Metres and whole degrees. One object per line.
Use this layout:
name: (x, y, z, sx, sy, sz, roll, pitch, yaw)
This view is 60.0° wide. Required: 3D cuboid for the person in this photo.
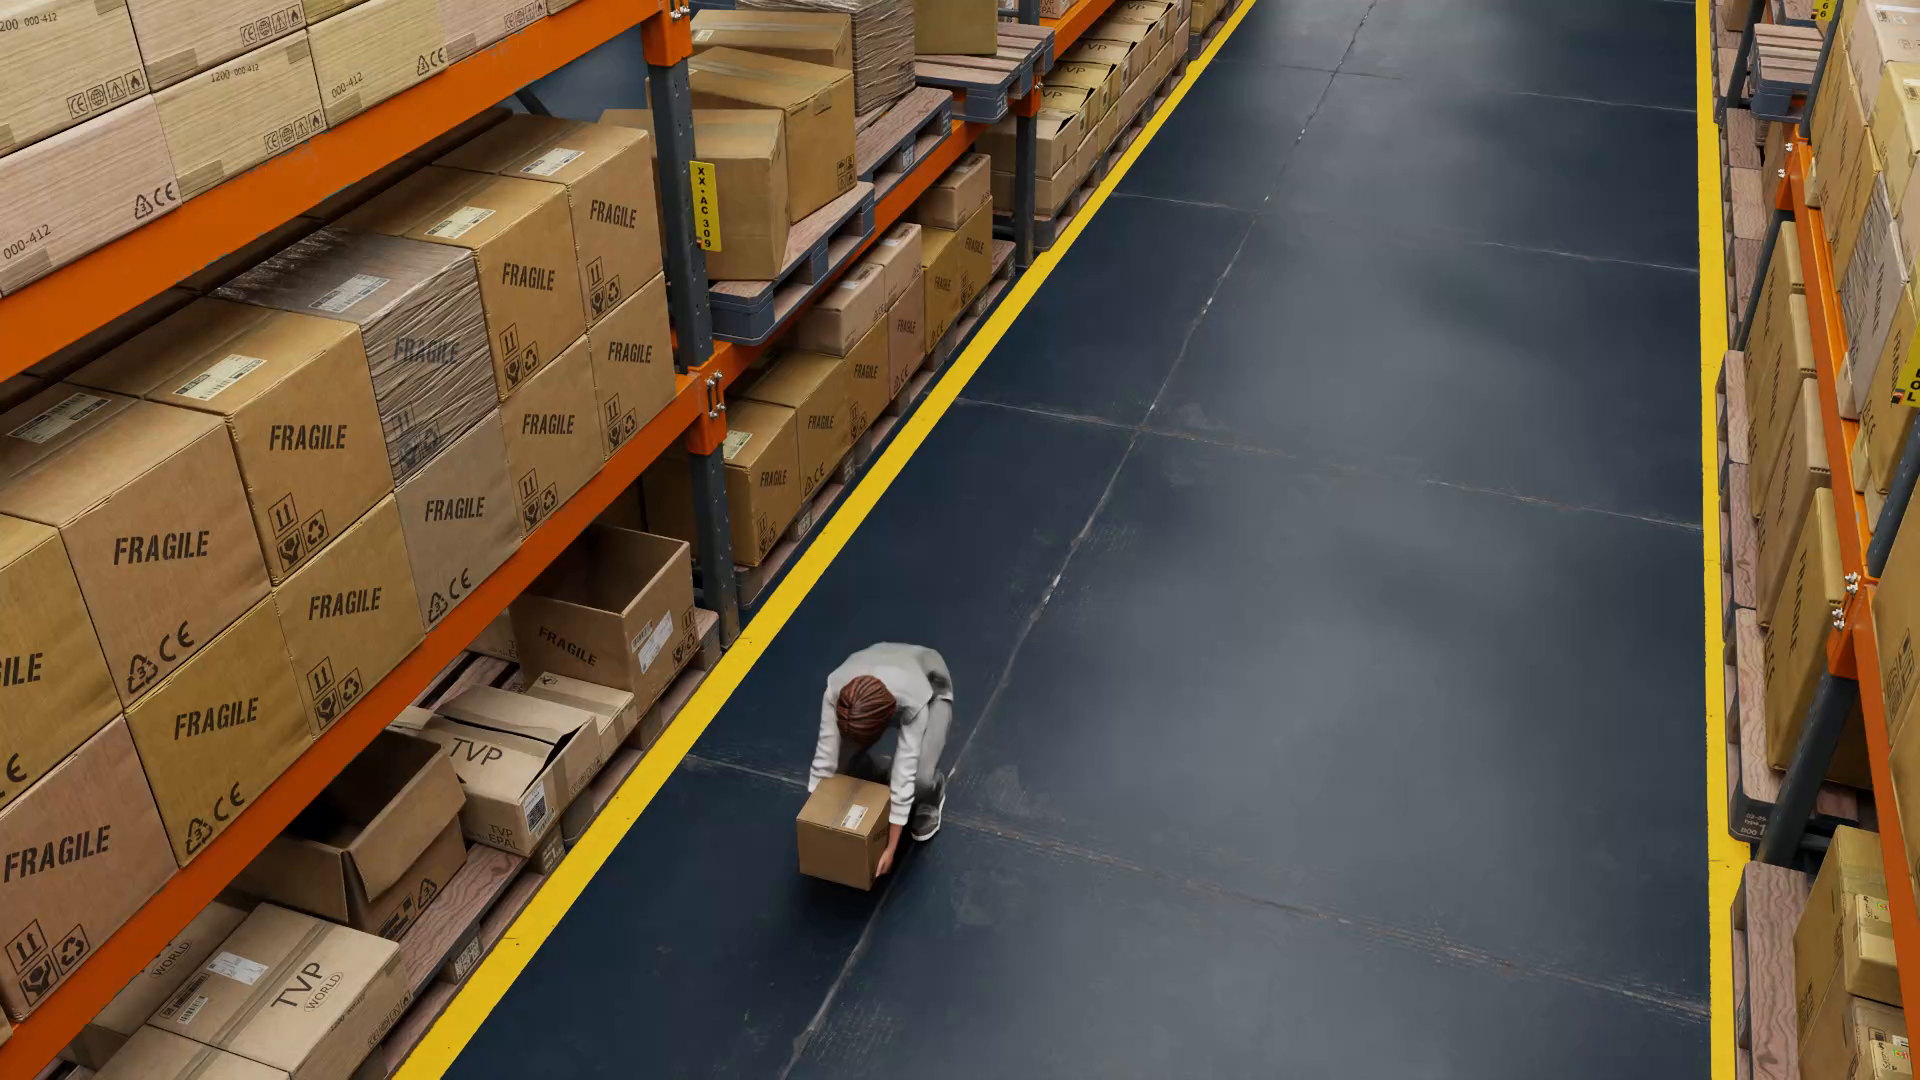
person: (-0.265, 0.695, 5.745, 0.420, 0.897, 0.831, 10, 35, 15)
